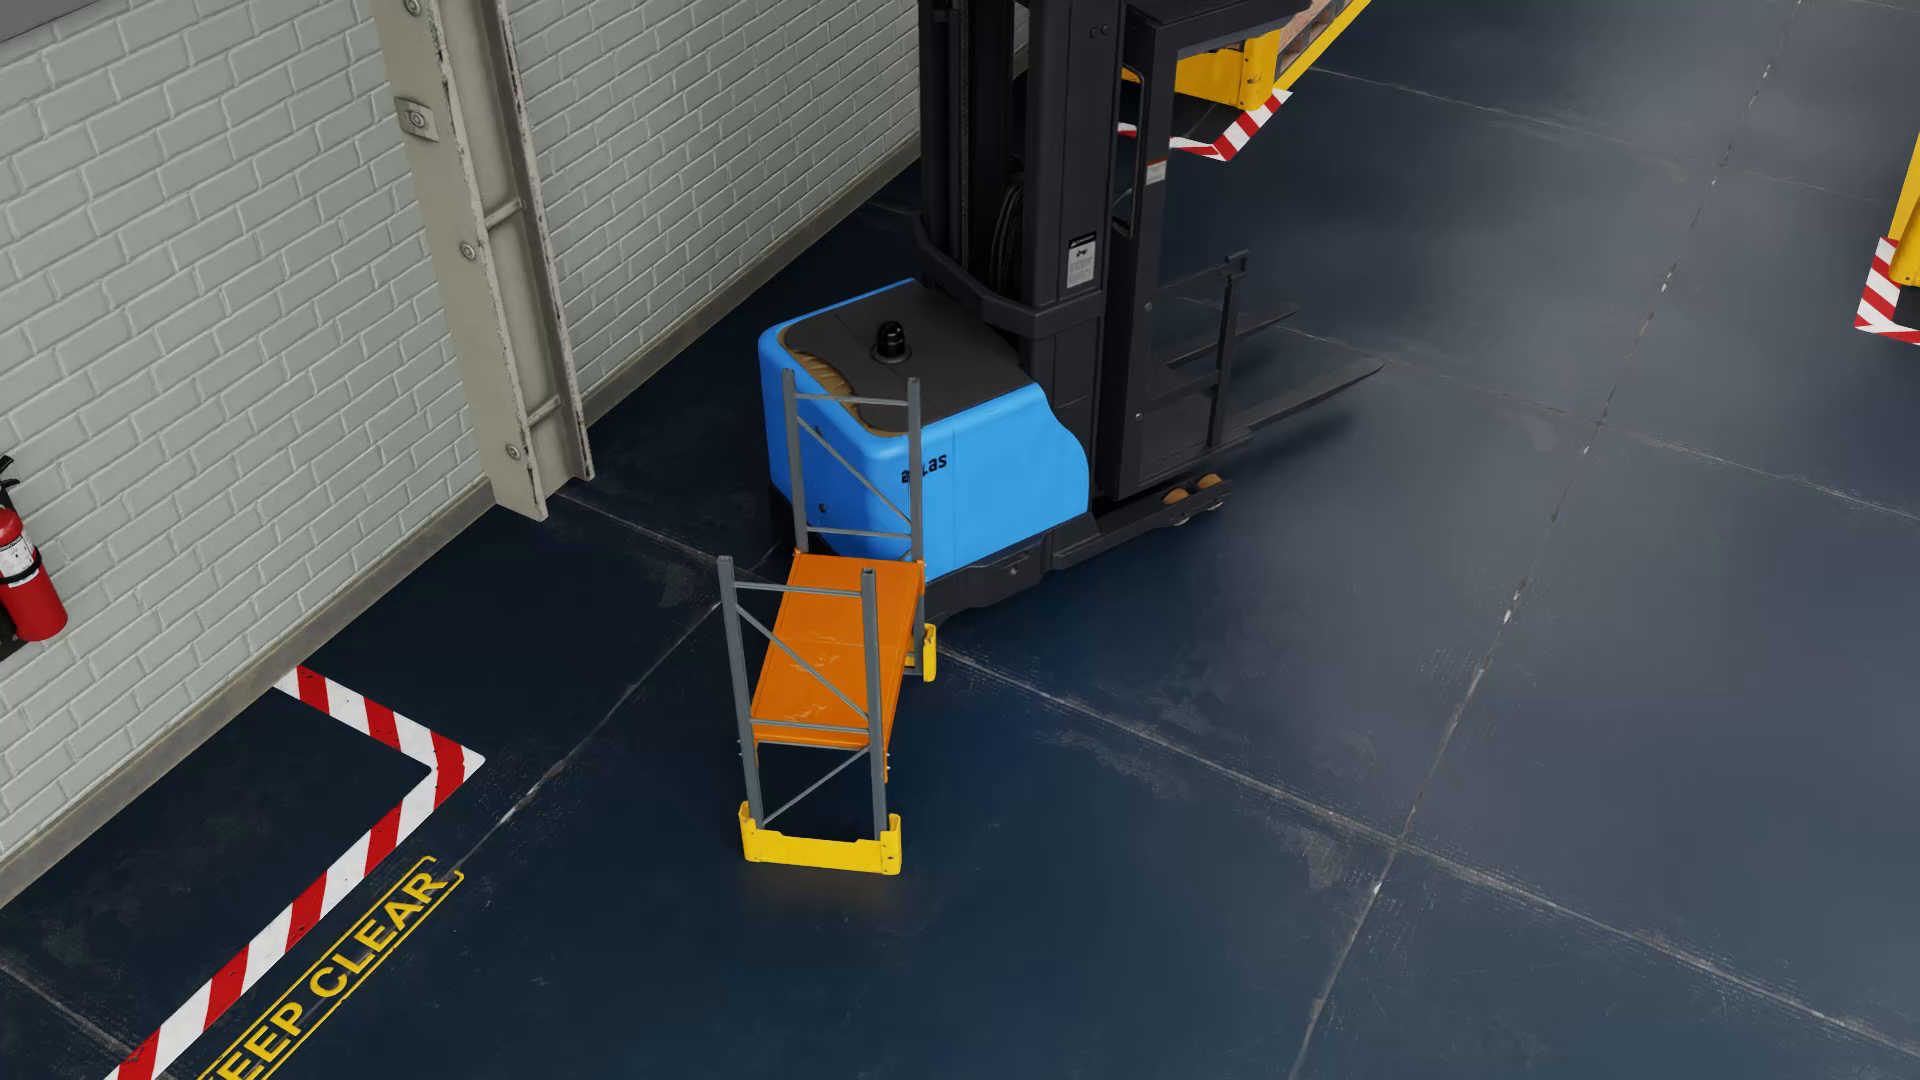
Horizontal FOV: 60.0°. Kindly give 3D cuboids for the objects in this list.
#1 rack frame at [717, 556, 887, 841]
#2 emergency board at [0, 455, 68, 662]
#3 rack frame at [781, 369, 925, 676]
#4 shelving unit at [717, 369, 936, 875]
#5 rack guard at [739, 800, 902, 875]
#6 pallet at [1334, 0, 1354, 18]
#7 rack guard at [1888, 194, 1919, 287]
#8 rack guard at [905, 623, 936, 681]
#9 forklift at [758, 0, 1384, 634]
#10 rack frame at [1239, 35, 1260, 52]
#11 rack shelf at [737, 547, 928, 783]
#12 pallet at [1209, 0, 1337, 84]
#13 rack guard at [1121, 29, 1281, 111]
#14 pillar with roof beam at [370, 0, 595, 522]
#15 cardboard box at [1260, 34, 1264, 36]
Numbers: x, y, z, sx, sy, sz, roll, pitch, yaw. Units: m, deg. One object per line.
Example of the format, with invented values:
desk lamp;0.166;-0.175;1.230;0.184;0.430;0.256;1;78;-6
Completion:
rack frame;-0.514;0.641;5.703;0.500;1.500;0.032;5;42;5
emergency board;-3.234;0.029;5.263;0.194;1.169;0.643;21;45;22
rack frame;-0.393;-0.026;6.460;0.500;1.500;0.032;5;42;5
shelving unit;-0.452;0.302;6.088;0.587;1.500;1.083;5;42;5
rack guard;-0.512;1.098;6.130;0.587;0.250;0.087;5;42;5
pallet;2.524;-4.265;12.249;1.003;0.211;1.213;21;45;22
rack guard;5.716;-1.531;8.926;1.175;0.500;0.348;21;45;22
rack guard;-0.393;0.444;6.872;0.587;0.250;0.087;5;42;5
forklift;0.652;-1.437;6.980;3.031;2.935;1.130;-24;47;-24
rack frame;1.437;-4.119;9.973;1.000;3.000;0.127;21;45;22
rack shelf;-0.453;0.443;6.200;0.538;0.185;1.000;5;42;5
pallet;1.912;-3.569;11.459;1.003;0.211;1.213;21;45;22
rack guard;1.475;-3.225;10.849;1.175;0.500;0.348;21;45;22
pillar with roof beam;1.763;-2.200;3.255;9.100;9.000;0.400;21;45;22
cardboard box;1.861;-3.641;11.132;0.500;0.311;0.500;16;44;17
